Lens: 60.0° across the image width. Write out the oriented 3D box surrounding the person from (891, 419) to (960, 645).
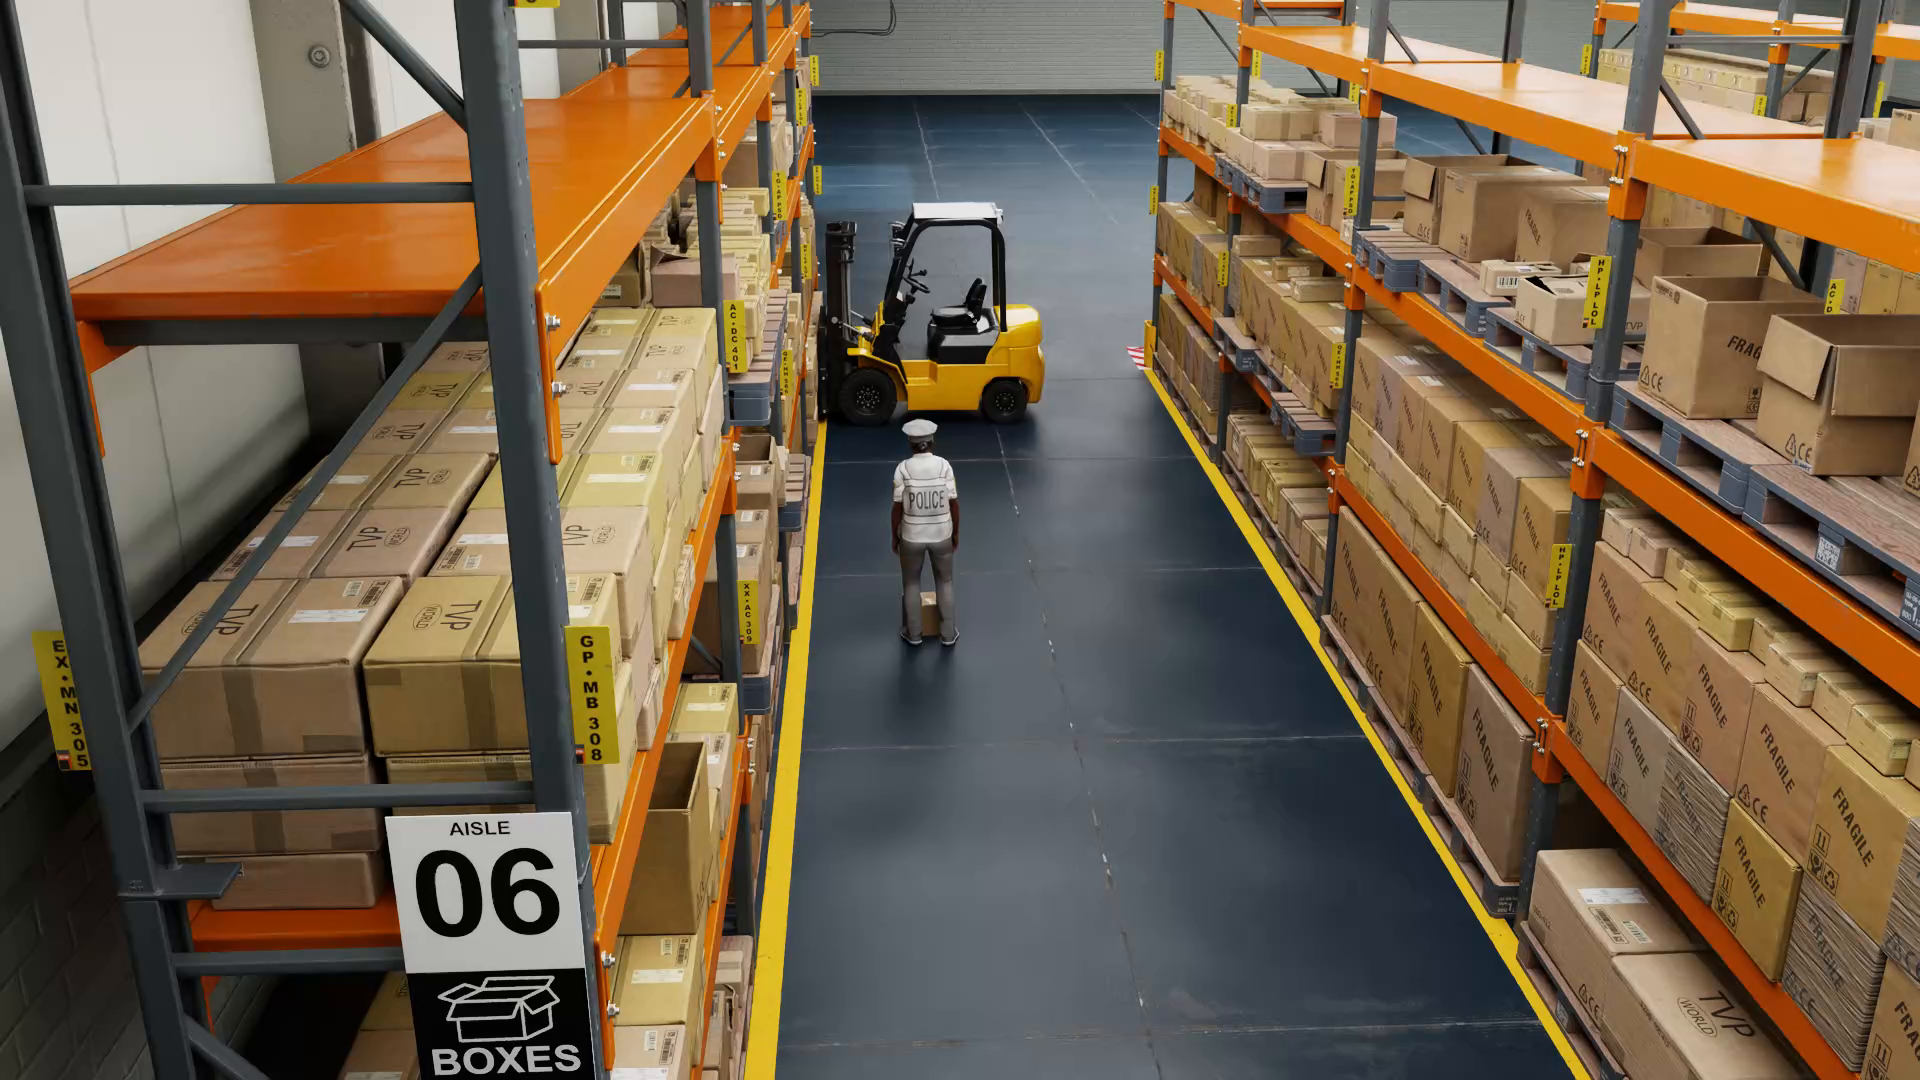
[{"bbox_3d":[-0.247,-0.027,11.974,0.503,1.656,0.421,-3,21,-8],"label":"person"}]
